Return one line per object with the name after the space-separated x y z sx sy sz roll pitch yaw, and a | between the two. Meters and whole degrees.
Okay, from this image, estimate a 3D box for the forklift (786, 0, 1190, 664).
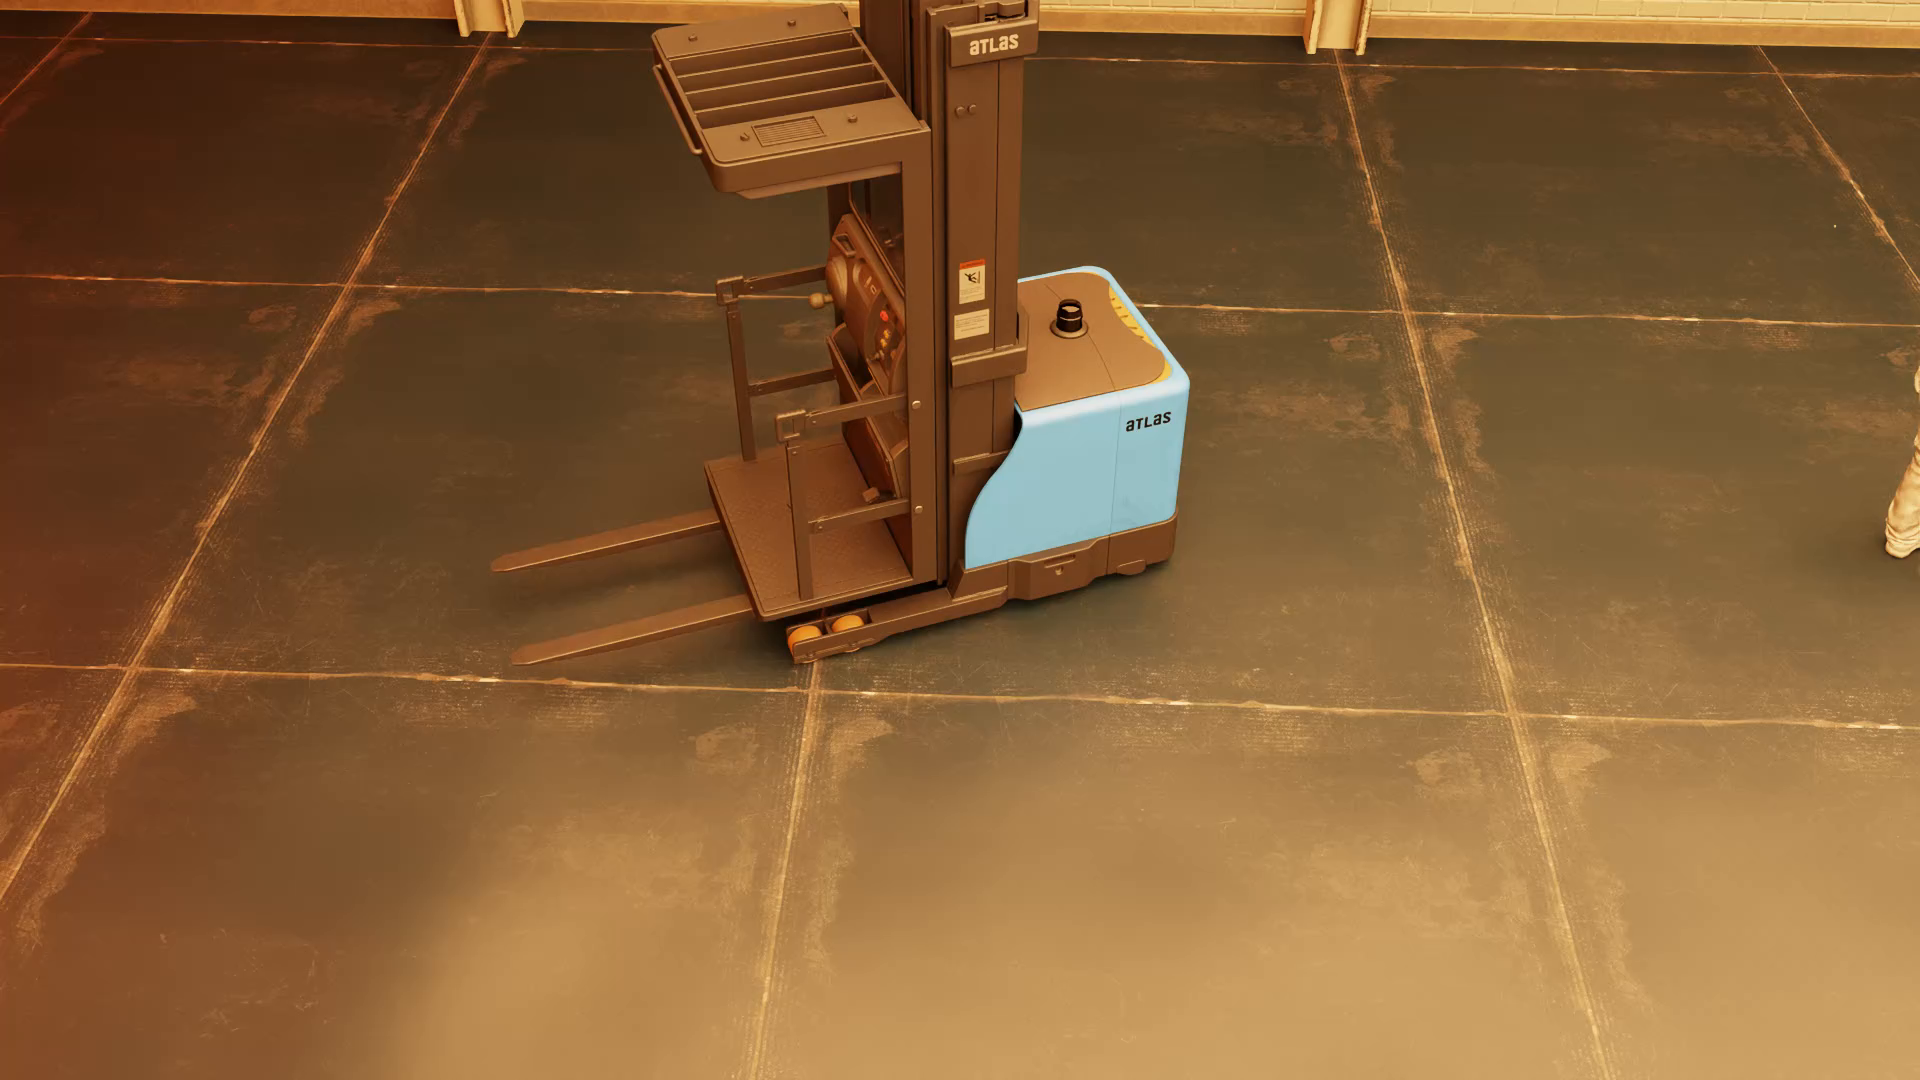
-0.573 -0.945 6.778 3.031 2.935 1.130 -13 44 -14 | forklift

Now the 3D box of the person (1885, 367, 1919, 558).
4.500 -0.605 7.273 0.575 1.748 0.656 -17 45 -17 | person
